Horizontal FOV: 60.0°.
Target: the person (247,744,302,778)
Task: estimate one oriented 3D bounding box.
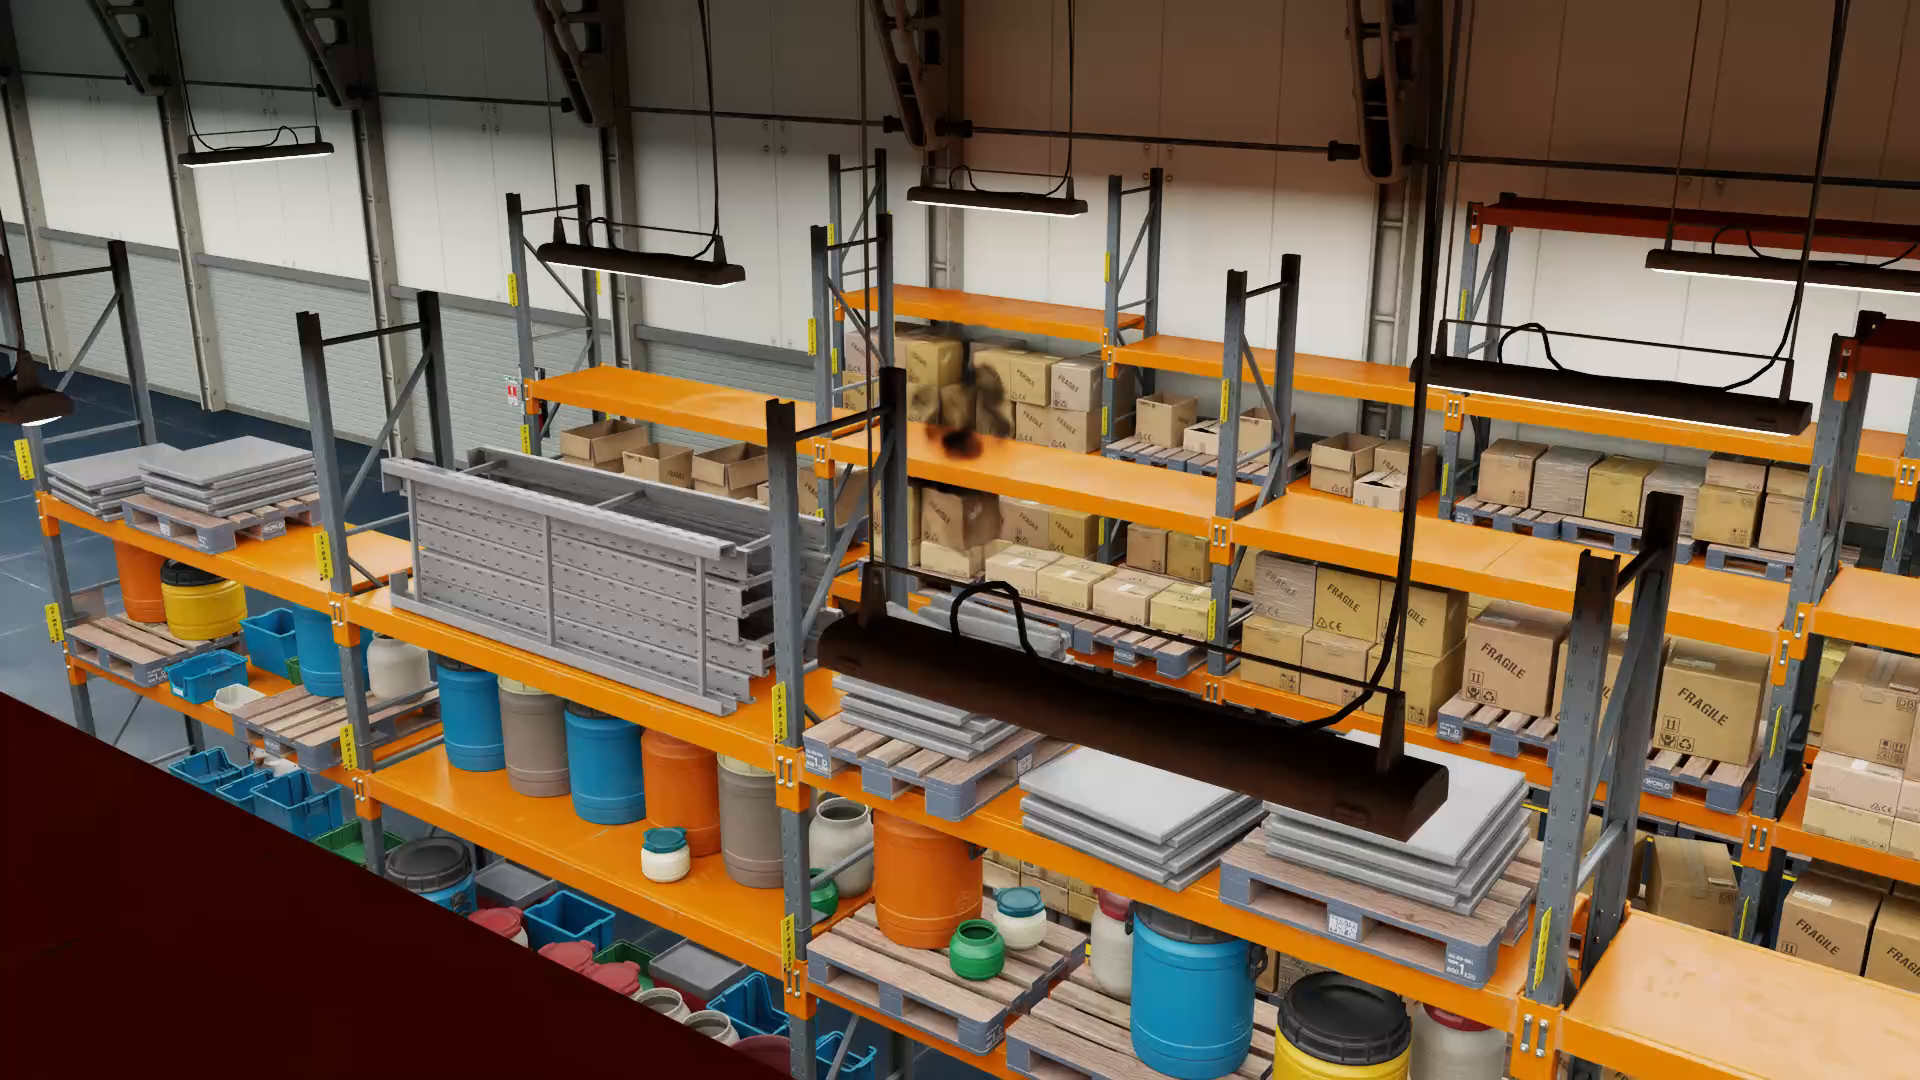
[{"bbox_3d":[-6.471,2.235,15.899,0.760,1.666,0.608,4,19,13],"label":"person"}]

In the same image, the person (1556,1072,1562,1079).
[{"bbox_3d":[3.589,4.019,10.500,0.834,1.695,0.618,10,21,27],"label":"person"}]
